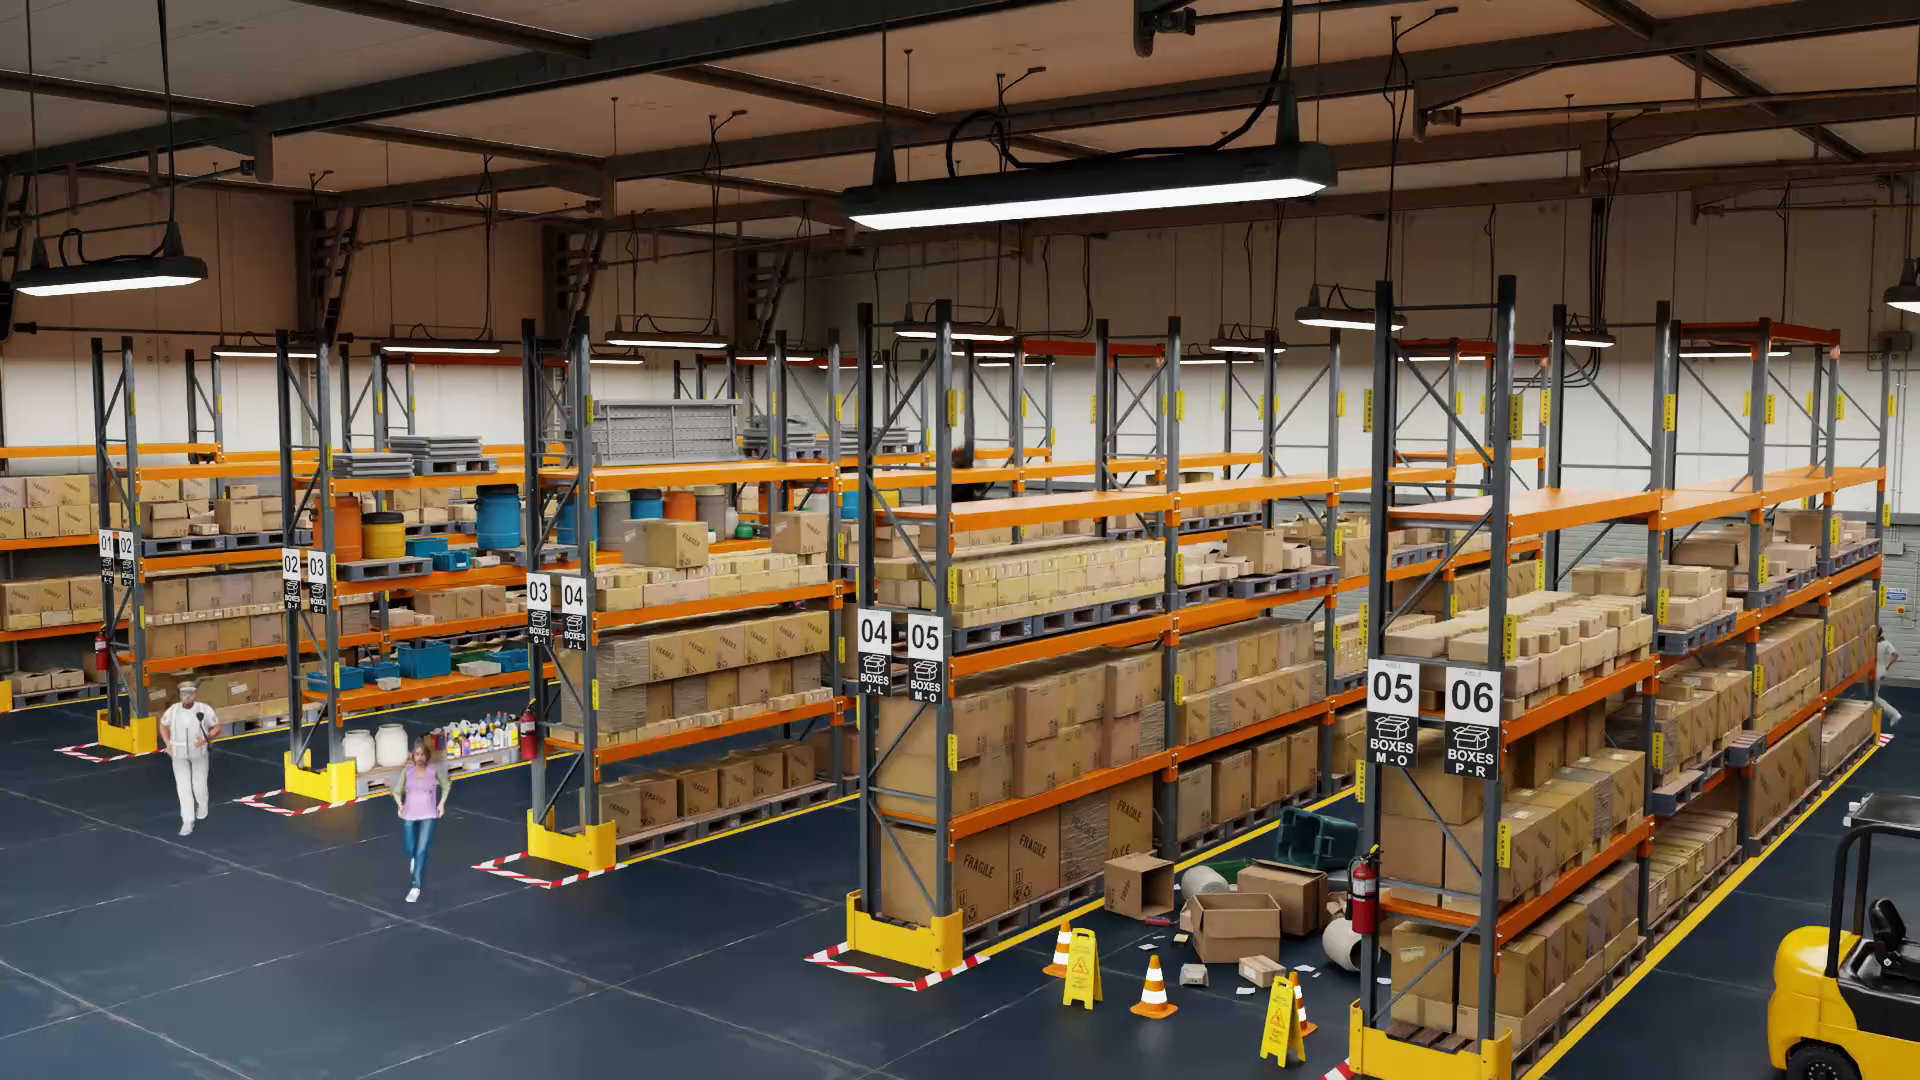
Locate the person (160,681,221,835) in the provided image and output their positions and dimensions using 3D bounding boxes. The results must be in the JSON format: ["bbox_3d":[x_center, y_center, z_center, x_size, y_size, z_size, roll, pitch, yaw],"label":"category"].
[{"bbox_3d":[-9.205,2.560,19.895,0.672,1.791,0.818,-2,5,-20],"label":"person"}]

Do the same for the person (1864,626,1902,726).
[{"bbox_3d":[14.134,2.125,25.689,0.591,1.651,0.750,-2,5,-21],"label":"person"}]

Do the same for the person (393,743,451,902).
[{"bbox_3d":[-5.594,2.886,17.284,0.565,1.578,0.818,-1,5,-10],"label":"person"}]
